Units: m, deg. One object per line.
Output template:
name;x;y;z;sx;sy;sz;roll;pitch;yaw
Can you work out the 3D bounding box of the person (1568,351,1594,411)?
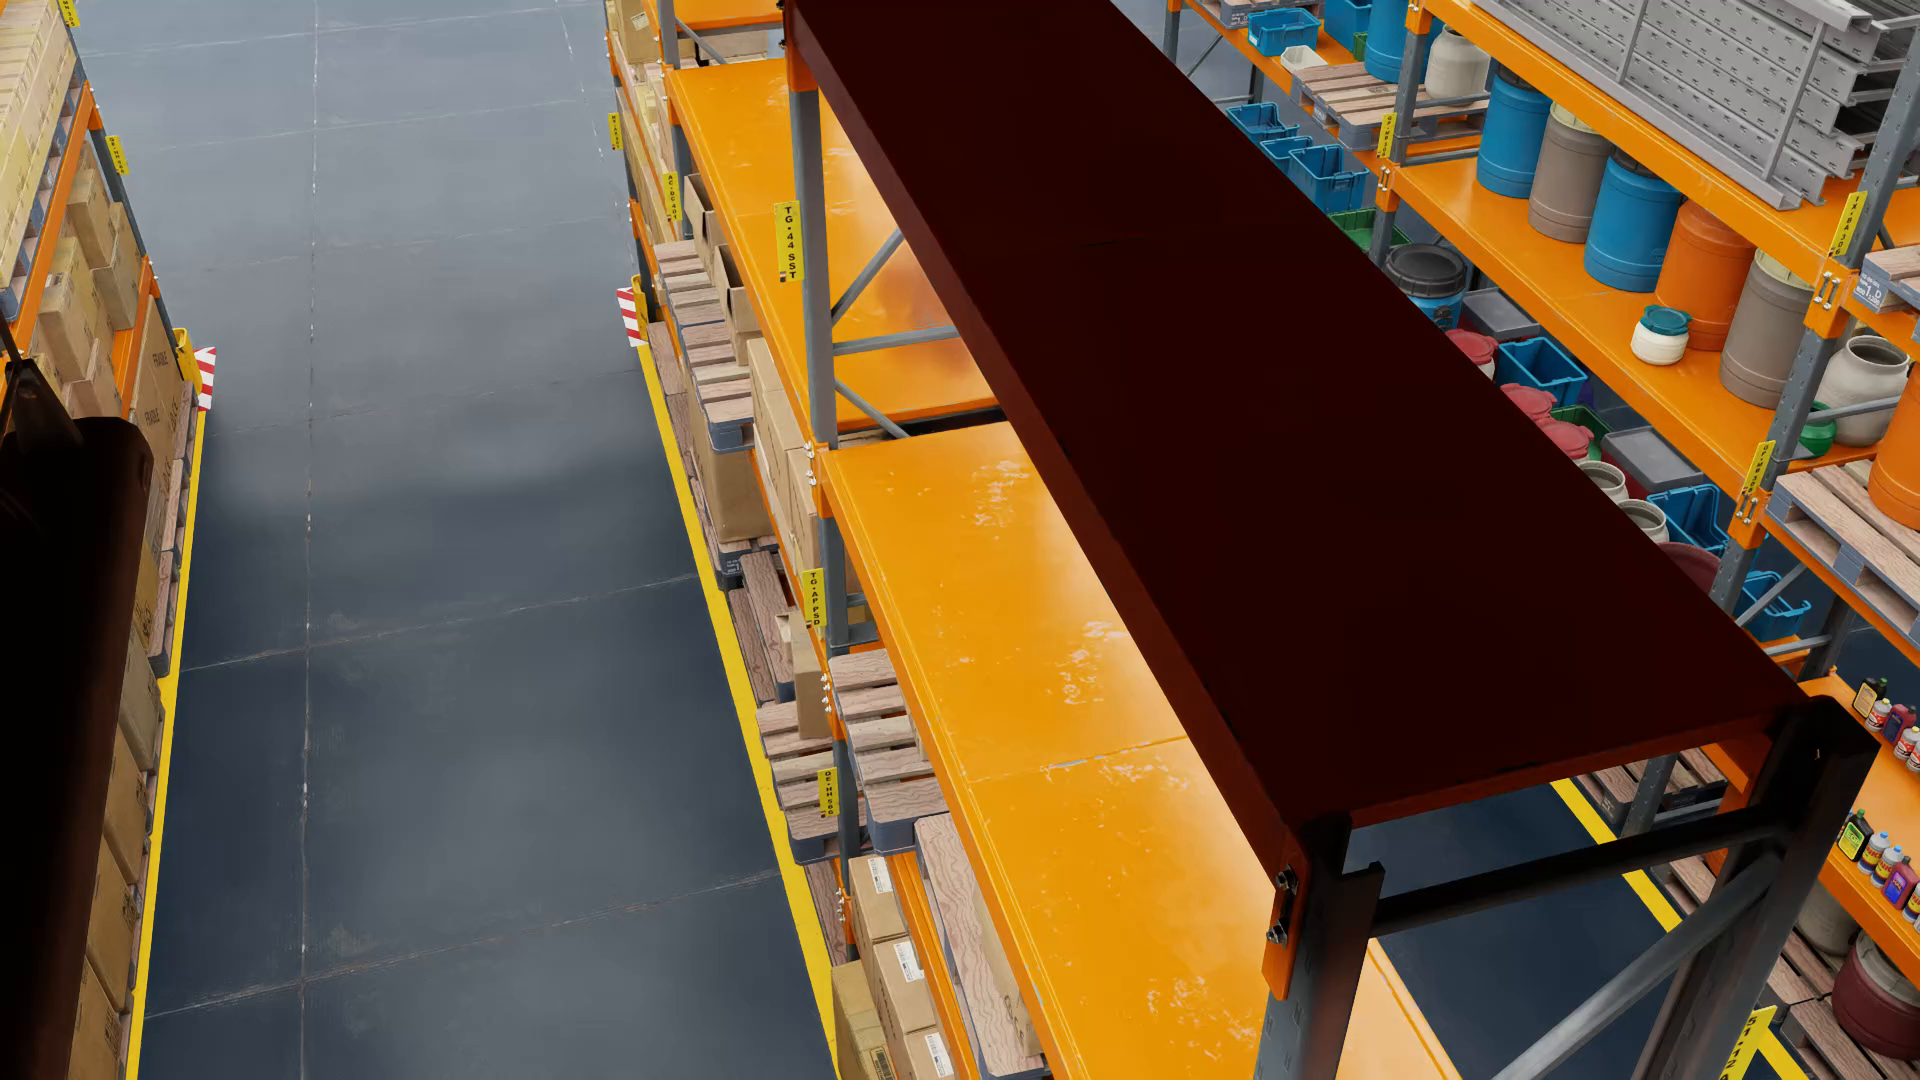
person;5.174;-1.638;13.602;0.614;1.715;0.718;-16;41;-19
